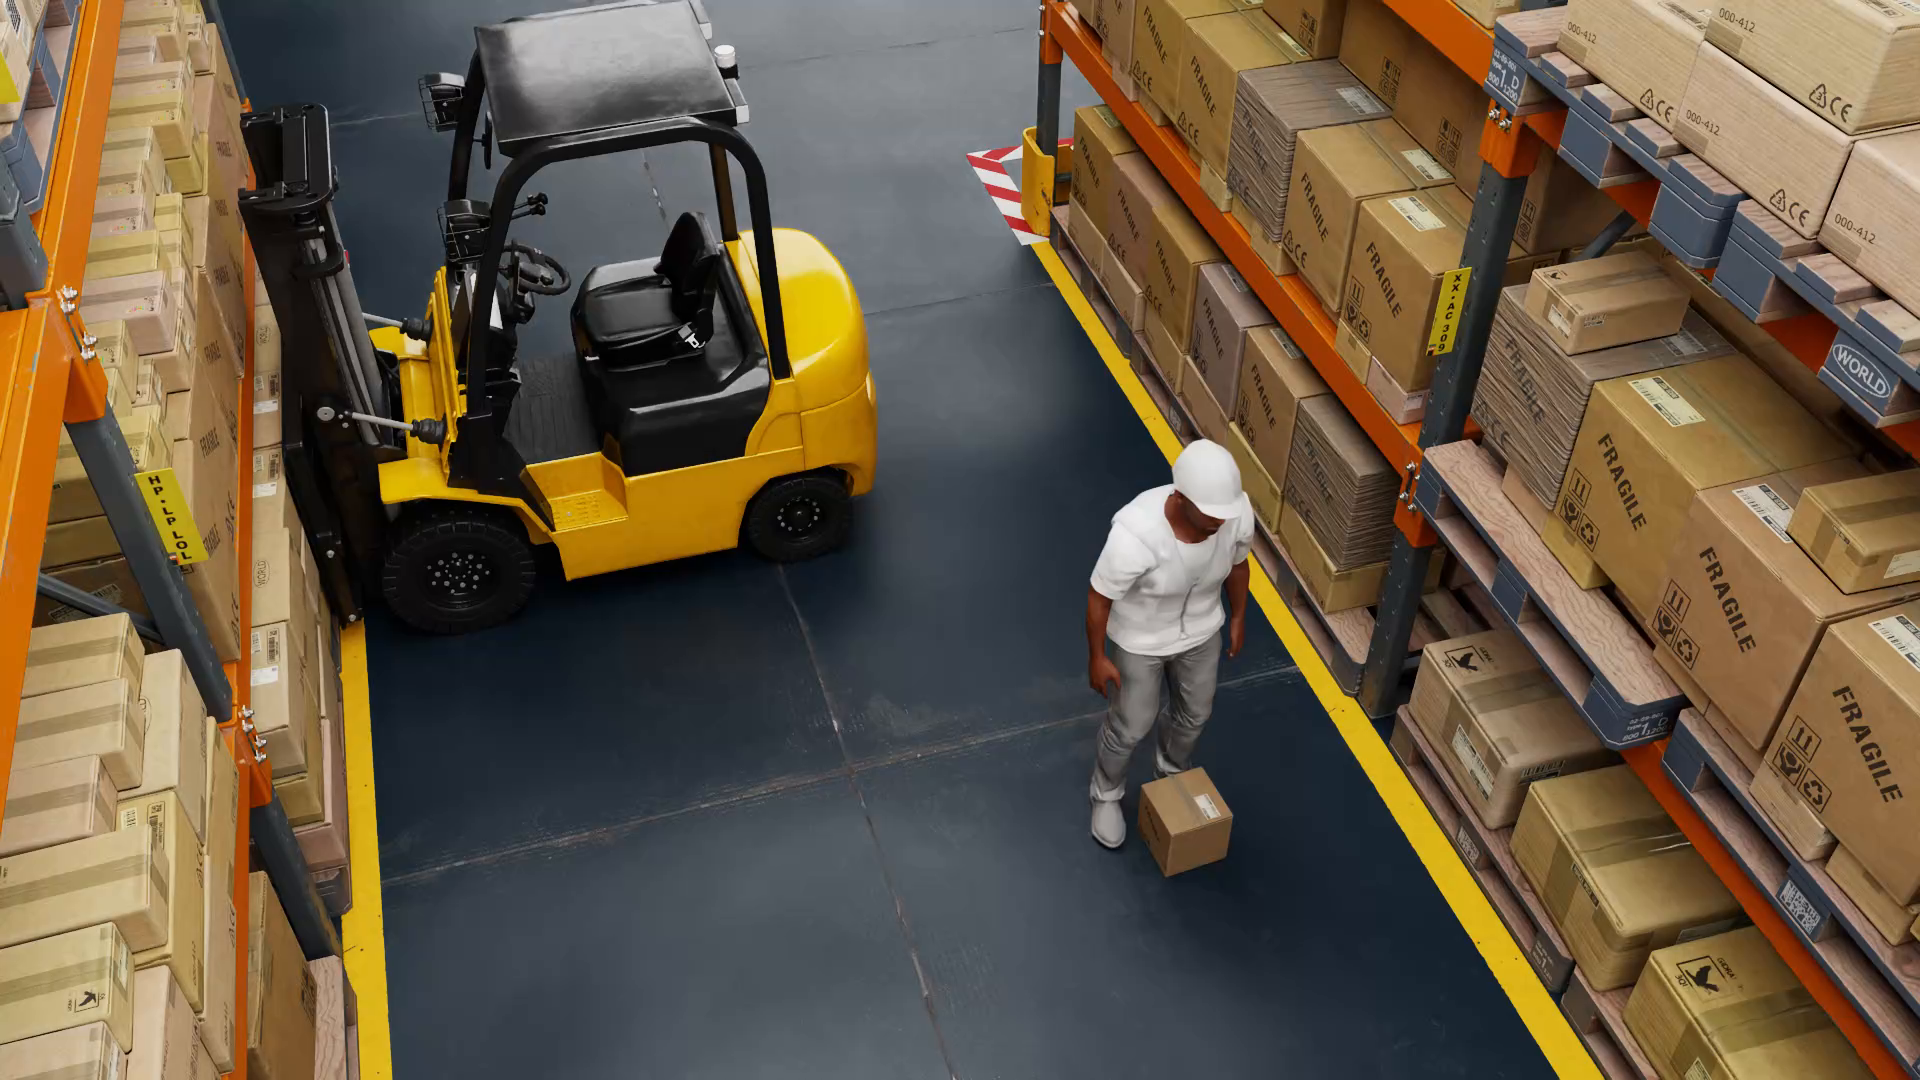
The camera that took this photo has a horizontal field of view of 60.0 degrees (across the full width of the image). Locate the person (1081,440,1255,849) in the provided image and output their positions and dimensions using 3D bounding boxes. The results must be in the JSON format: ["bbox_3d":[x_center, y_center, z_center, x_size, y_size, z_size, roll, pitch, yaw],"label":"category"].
[{"bbox_3d":[0.721,0.342,5.767,0.627,1.760,0.461,-13,44,-14],"label":"person"}]
